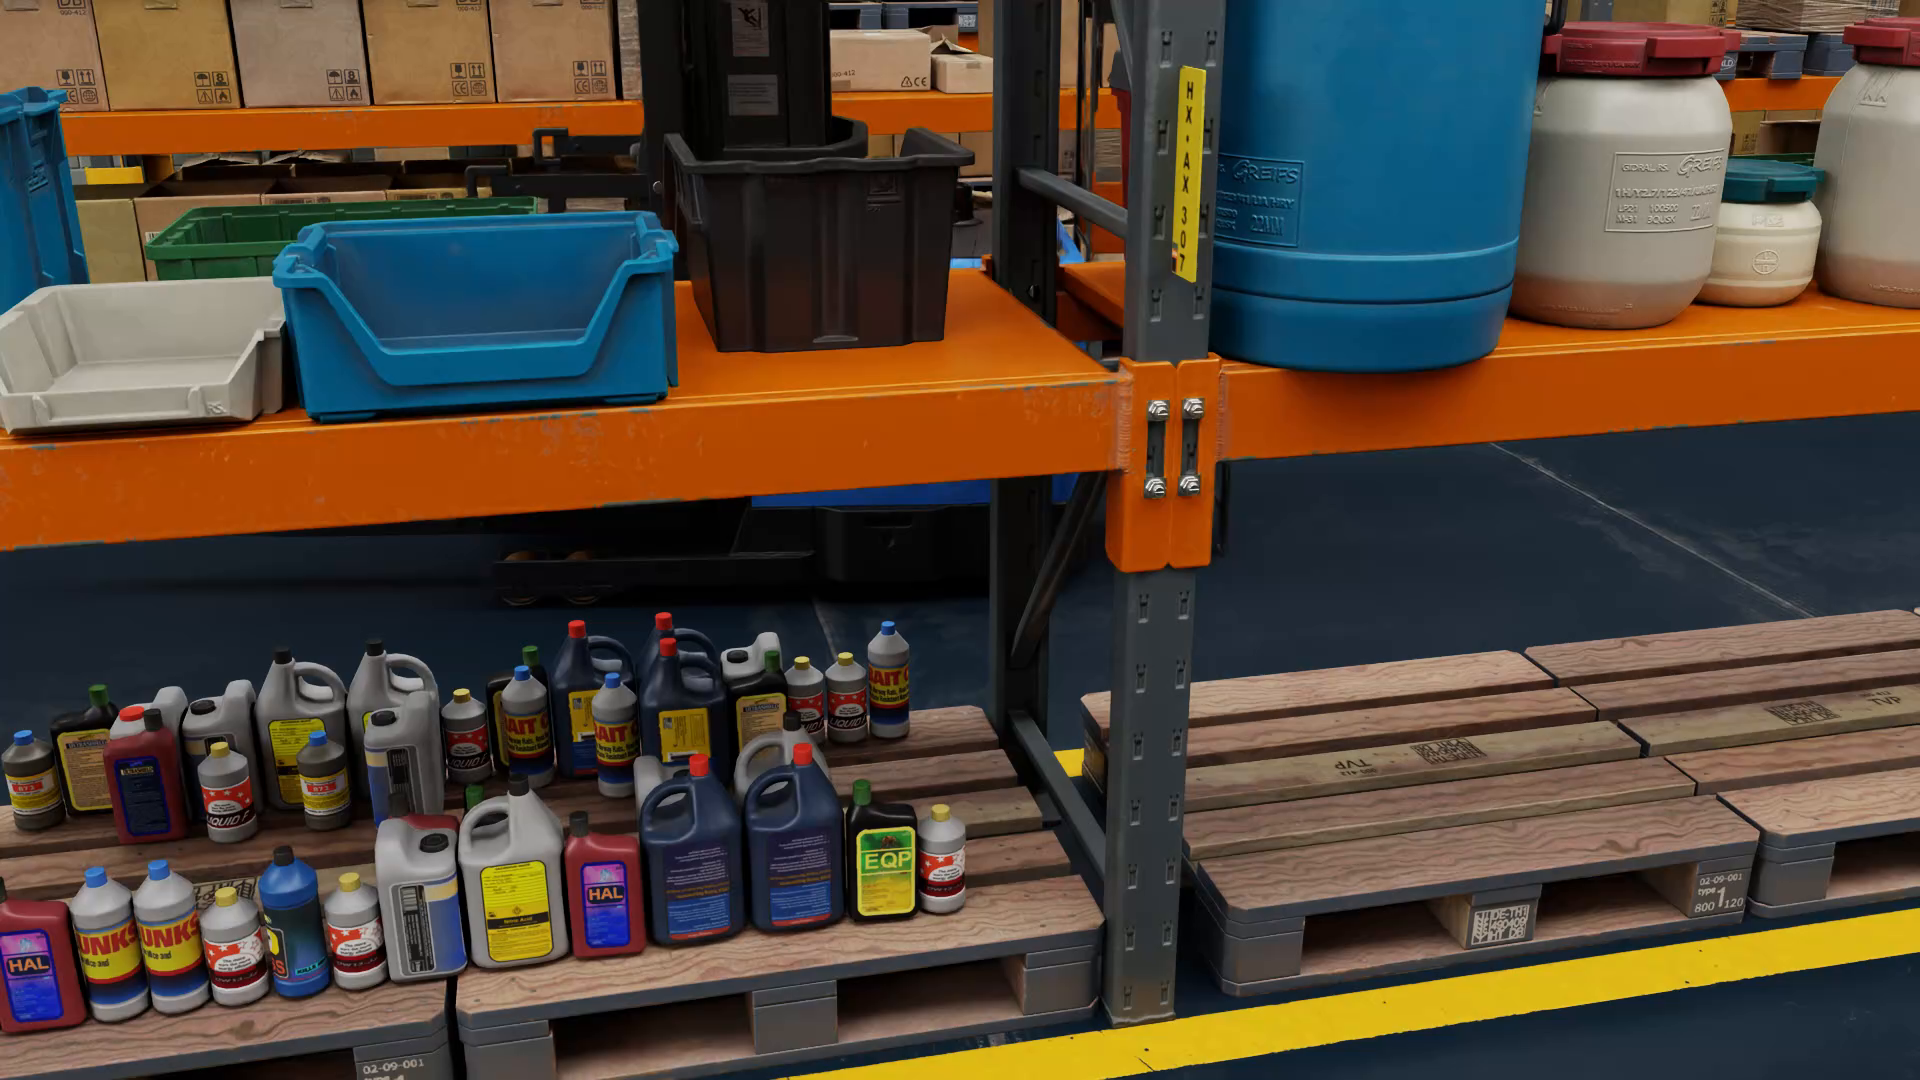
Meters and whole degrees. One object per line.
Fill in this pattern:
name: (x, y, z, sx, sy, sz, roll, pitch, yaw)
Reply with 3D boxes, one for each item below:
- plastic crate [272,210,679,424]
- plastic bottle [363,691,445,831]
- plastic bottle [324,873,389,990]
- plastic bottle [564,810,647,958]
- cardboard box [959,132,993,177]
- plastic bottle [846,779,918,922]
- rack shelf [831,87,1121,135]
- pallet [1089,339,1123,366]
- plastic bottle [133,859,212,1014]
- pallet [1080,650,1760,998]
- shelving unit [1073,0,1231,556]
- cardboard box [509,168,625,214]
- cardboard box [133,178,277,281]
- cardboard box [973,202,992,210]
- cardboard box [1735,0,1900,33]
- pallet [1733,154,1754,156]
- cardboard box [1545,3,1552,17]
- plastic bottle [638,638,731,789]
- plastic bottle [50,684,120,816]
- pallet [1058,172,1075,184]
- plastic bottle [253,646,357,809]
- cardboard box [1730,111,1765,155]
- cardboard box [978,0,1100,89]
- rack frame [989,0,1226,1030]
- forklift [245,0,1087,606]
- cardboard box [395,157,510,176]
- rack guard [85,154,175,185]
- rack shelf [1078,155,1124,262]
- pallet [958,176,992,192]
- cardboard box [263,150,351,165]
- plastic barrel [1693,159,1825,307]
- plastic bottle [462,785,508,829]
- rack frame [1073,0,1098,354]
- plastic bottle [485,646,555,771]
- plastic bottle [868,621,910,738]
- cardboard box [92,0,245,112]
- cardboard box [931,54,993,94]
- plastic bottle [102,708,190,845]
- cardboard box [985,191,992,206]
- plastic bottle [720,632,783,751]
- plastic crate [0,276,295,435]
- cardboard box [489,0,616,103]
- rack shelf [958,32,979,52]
plastic crate: (-0.770, -0.383, 2.716, 0.616, 0.251, 0.499, -5, 21, -12)
plastic bottle: (-1.176, 0.462, 3.513, 0.135, 0.276, 0.152, -5, 21, -12)
plastic bottle: (-1.085, 0.694, 2.988, 0.097, 0.201, 0.097, 0, 20, 0)
plastic bottle: (-0.652, 0.627, 3.052, 0.133, 0.283, 0.061, -3, 20, -9)
cardboard box: (0.163, -3.172, 13.108, 0.500, 0.500, 0.700, -5, 21, -13)
plastic bottle: (-0.148, 0.586, 3.164, 0.133, 0.283, 0.061, -4, 20, -10)
rack shelf: (1.054, -2.110, 8.261, 4.000, 0.370, 1.077, -5, 21, -12)
pallet: (1.006, -1.150, 8.646, 1.213, 0.211, 1.003, -5, 21, -12)
plastic bottle: (-1.381, 0.685, 2.910, 0.097, 0.271, 0.097, 0, 20, 0)
pallet: (0.999, 0.603, 3.863, 1.213, 0.211, 1.003, -5, 21, -12)
shelving unit: (0.645, -0.995, 5.478, 0.503, 2.100, 0.431, -1, 20, -2)
cardboard box: (-1.782, -1.403, 7.579, 0.500, 0.500, 0.500, -5, 21, -12)
cardboard box: (-3.242, -1.284, 7.255, 0.500, 0.500, 0.500, -5, 21, -12)
cardboard box: (0.056, -1.447, 7.974, 0.500, 0.311, 0.500, -5, 21, -13)
cardboard box: (4.522, -2.947, 8.742, 0.500, 0.500, 0.700, -1, 20, -2)
pallet: (6.508, -3.306, 14.532, 1.213, 0.211, 1.003, -5, 21, -12)
cardboard box: (4.740, -4.277, 13.466, 0.250, 0.149, 0.380, -5, 21, -12)
plastic bottle: (-0.604, 0.379, 3.631, 0.185, 0.351, 0.144, -5, 21, -12)
plastic bottle: (-1.853, 0.446, 3.544, 0.133, 0.283, 0.061, -4, 21, -11)
pallet: (1.096, -2.894, 13.407, 1.213, 0.211, 1.003, -5, 21, -12)
plastic bottle: (-1.415, 0.394, 3.590, 0.185, 0.351, 0.144, -4, 20, -10)
cardboard box: (6.501, -3.629, 14.385, 0.500, 0.500, 0.700, -4, 21, -12)
cardboard box: (0.372, -2.434, 7.953, 0.500, 0.500, 0.500, -3, 20, -9)
rack frame: (0.244, -0.632, 3.178, 0.127, 3.000, 1.000, -5, 21, -12)
forklift: (-1.126, -1.355, 5.253, 3.031, 2.935, 1.130, -1, 20, -2)
cardboard box: (-2.388, -1.537, 7.946, 0.500, 0.500, 0.500, -5, 21, -12)
rack guard: (-5.854, -2.463, 11.813, 0.348, 0.500, 1.175, -5, 21, -12)
rack shelf: (0.645, -0.982, 5.483, 0.480, 0.518, 0.431, -1, 20, -2)
pallet: (-0.089, -2.798, 13.147, 1.213, 0.211, 1.003, -5, 21, -12)
cardboard box: (-4.679, -2.645, 11.944, 0.500, 0.311, 0.500, -3, 20, -8)
plastic barrel: (1.567, -0.620, 3.347, 0.301, 0.262, 0.301, 0, 20, 0)
plastic bottle: (-0.866, 0.593, 3.144, 0.133, 0.283, 0.061, -5, 21, -12)
rack frame: (0.402, -0.991, 5.468, 0.015, 2.100, 0.400, -1, 20, -2)
plastic bottle: (-0.991, 0.376, 3.736, 0.133, 0.283, 0.061, -4, 20, -10)
plastic bottle: (-0.167, 0.321, 3.903, 0.097, 0.271, 0.097, 0, 20, 0)
cardboard box: (-3.333, -2.133, 7.133, 0.500, 0.500, 0.700, -5, 21, -12)
cardboard box: (0.017, -2.174, 7.753, 0.250, 0.149, 0.380, -5, 21, -12)
plastic bottle: (-1.685, 0.487, 3.435, 0.133, 0.283, 0.061, -5, 21, -12)
cardboard box: (0.427, -1.669, 8.582, 0.500, 0.311, 0.500, -5, 21, -13)
plastic bottle: (-0.475, 0.354, 3.808, 0.135, 0.276, 0.152, -4, 20, -11)
plastic crate: (-1.278, -0.294, 2.641, 0.437, 0.136, 0.530, -5, 21, -12)
cardboard box: (-1.834, -2.256, 7.466, 0.500, 0.500, 0.700, -5, 21, -13)
rack shelf: (-0.089, -3.768, 12.787, 4.000, 0.370, 1.077, -5, 21, -12)
